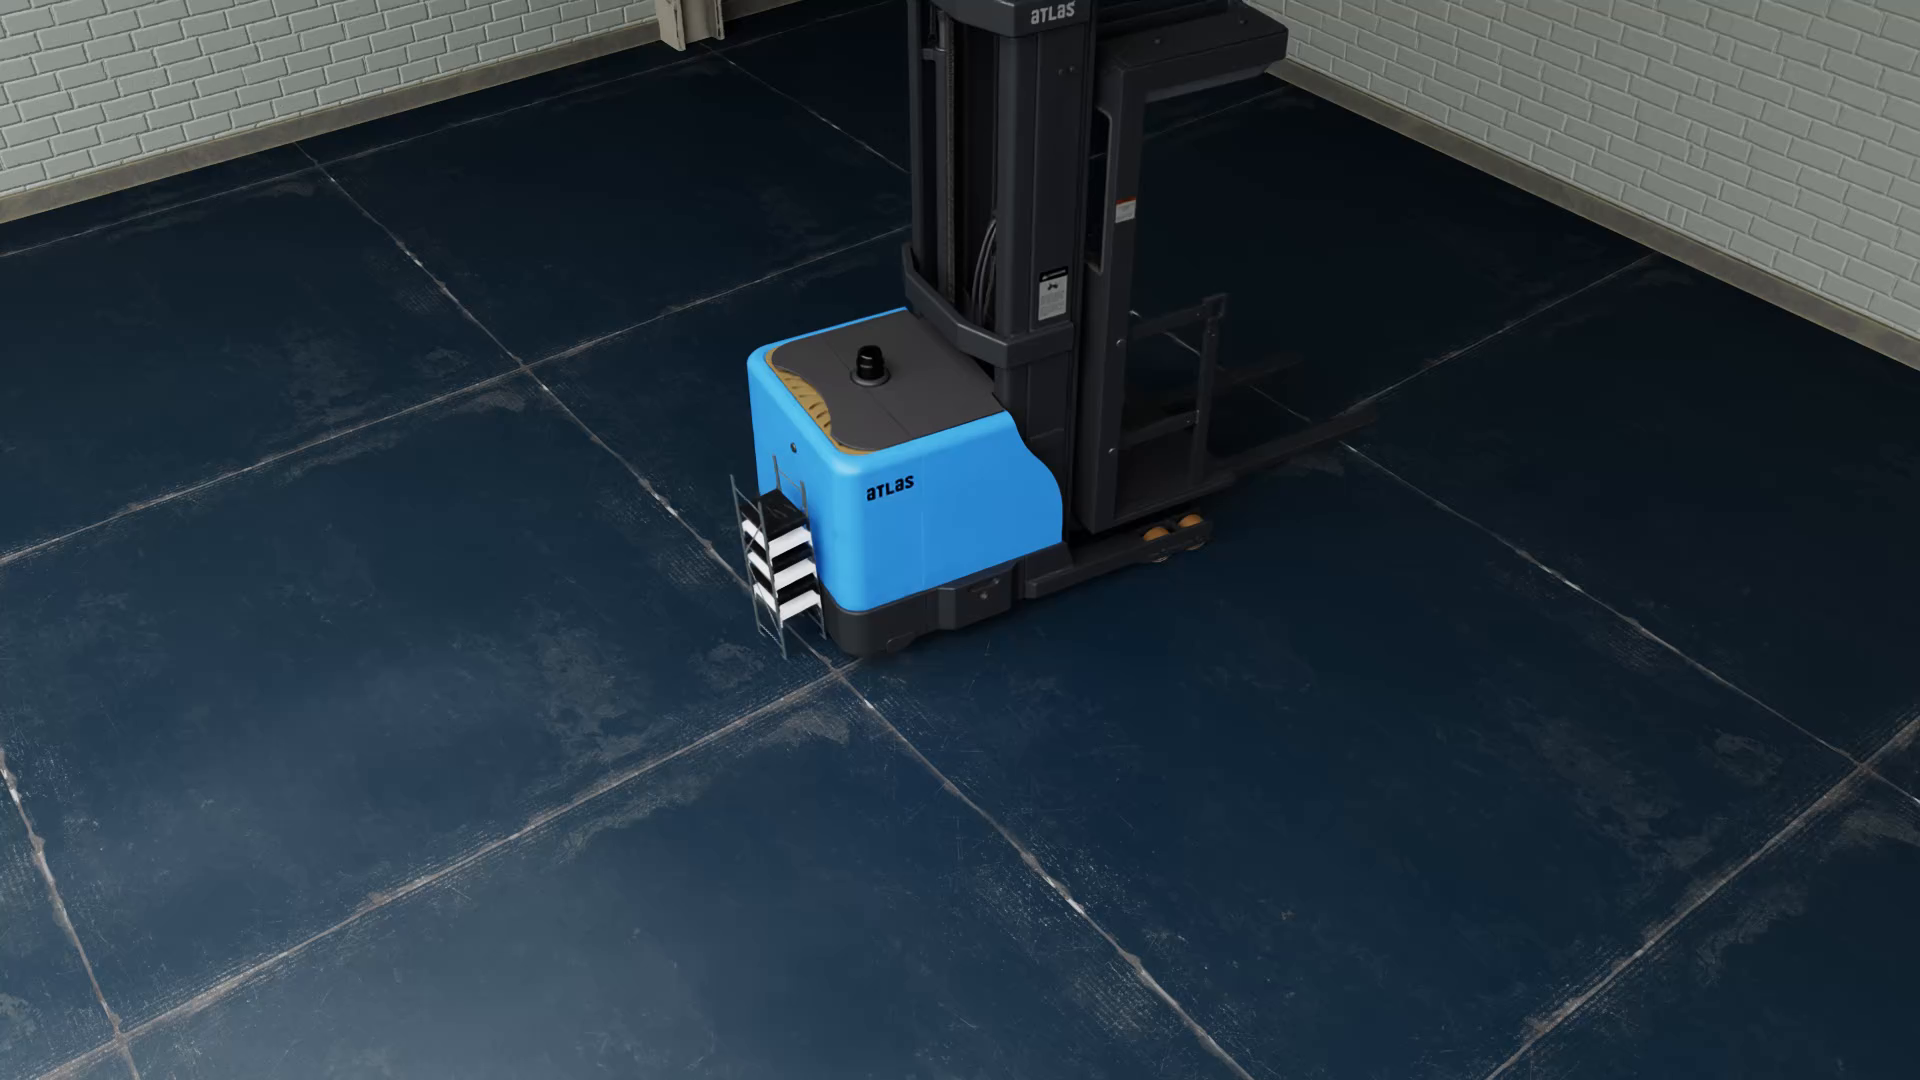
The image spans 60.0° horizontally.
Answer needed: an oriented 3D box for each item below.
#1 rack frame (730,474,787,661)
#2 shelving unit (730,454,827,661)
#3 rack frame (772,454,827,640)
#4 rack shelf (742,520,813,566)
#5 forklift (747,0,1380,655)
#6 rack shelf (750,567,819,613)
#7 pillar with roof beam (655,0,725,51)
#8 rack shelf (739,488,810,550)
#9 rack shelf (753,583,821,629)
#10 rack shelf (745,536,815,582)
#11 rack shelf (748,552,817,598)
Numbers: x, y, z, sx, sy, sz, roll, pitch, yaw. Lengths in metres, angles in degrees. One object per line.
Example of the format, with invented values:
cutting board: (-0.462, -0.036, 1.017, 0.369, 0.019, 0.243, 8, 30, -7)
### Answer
rack frame: (-0.846, 0.128, 7.018, 0.006, 0.900, 0.240, -27, 47, -24)
shelving unit: (-0.764, 0.085, 7.061, 0.210, 0.900, 0.258, -27, 47, -24)
rack frame: (-0.682, 0.043, 7.103, 0.006, 0.900, 0.240, -27, 47, -24)
rack shelf: (-0.771, -0.024, 6.964, 0.200, 0.077, 0.258, -27, 47, -24)
forklift: (0.607, -1.304, 7.163, 3.031, 2.935, 1.130, -19, 43, -22)
rack shelf: (-0.758, 0.178, 7.142, 0.200, 0.077, 0.258, -27, 47, -24)
pillar with roof beam: (0.615, -5.079, 6.980, 0.400, 9.000, 9.100, -26, 46, -28)
rack shelf: (-0.776, -0.092, 6.904, 0.200, 0.077, 0.258, -27, 47, -24)
rack shelf: (-0.754, 0.245, 7.201, 0.200, 0.077, 0.258, -27, 47, -24)
rack shelf: (-0.767, 0.043, 7.023, 0.200, 0.077, 0.258, -27, 47, -24)
rack shelf: (-0.763, 0.110, 7.083, 0.200, 0.077, 0.258, -27, 47, -24)
